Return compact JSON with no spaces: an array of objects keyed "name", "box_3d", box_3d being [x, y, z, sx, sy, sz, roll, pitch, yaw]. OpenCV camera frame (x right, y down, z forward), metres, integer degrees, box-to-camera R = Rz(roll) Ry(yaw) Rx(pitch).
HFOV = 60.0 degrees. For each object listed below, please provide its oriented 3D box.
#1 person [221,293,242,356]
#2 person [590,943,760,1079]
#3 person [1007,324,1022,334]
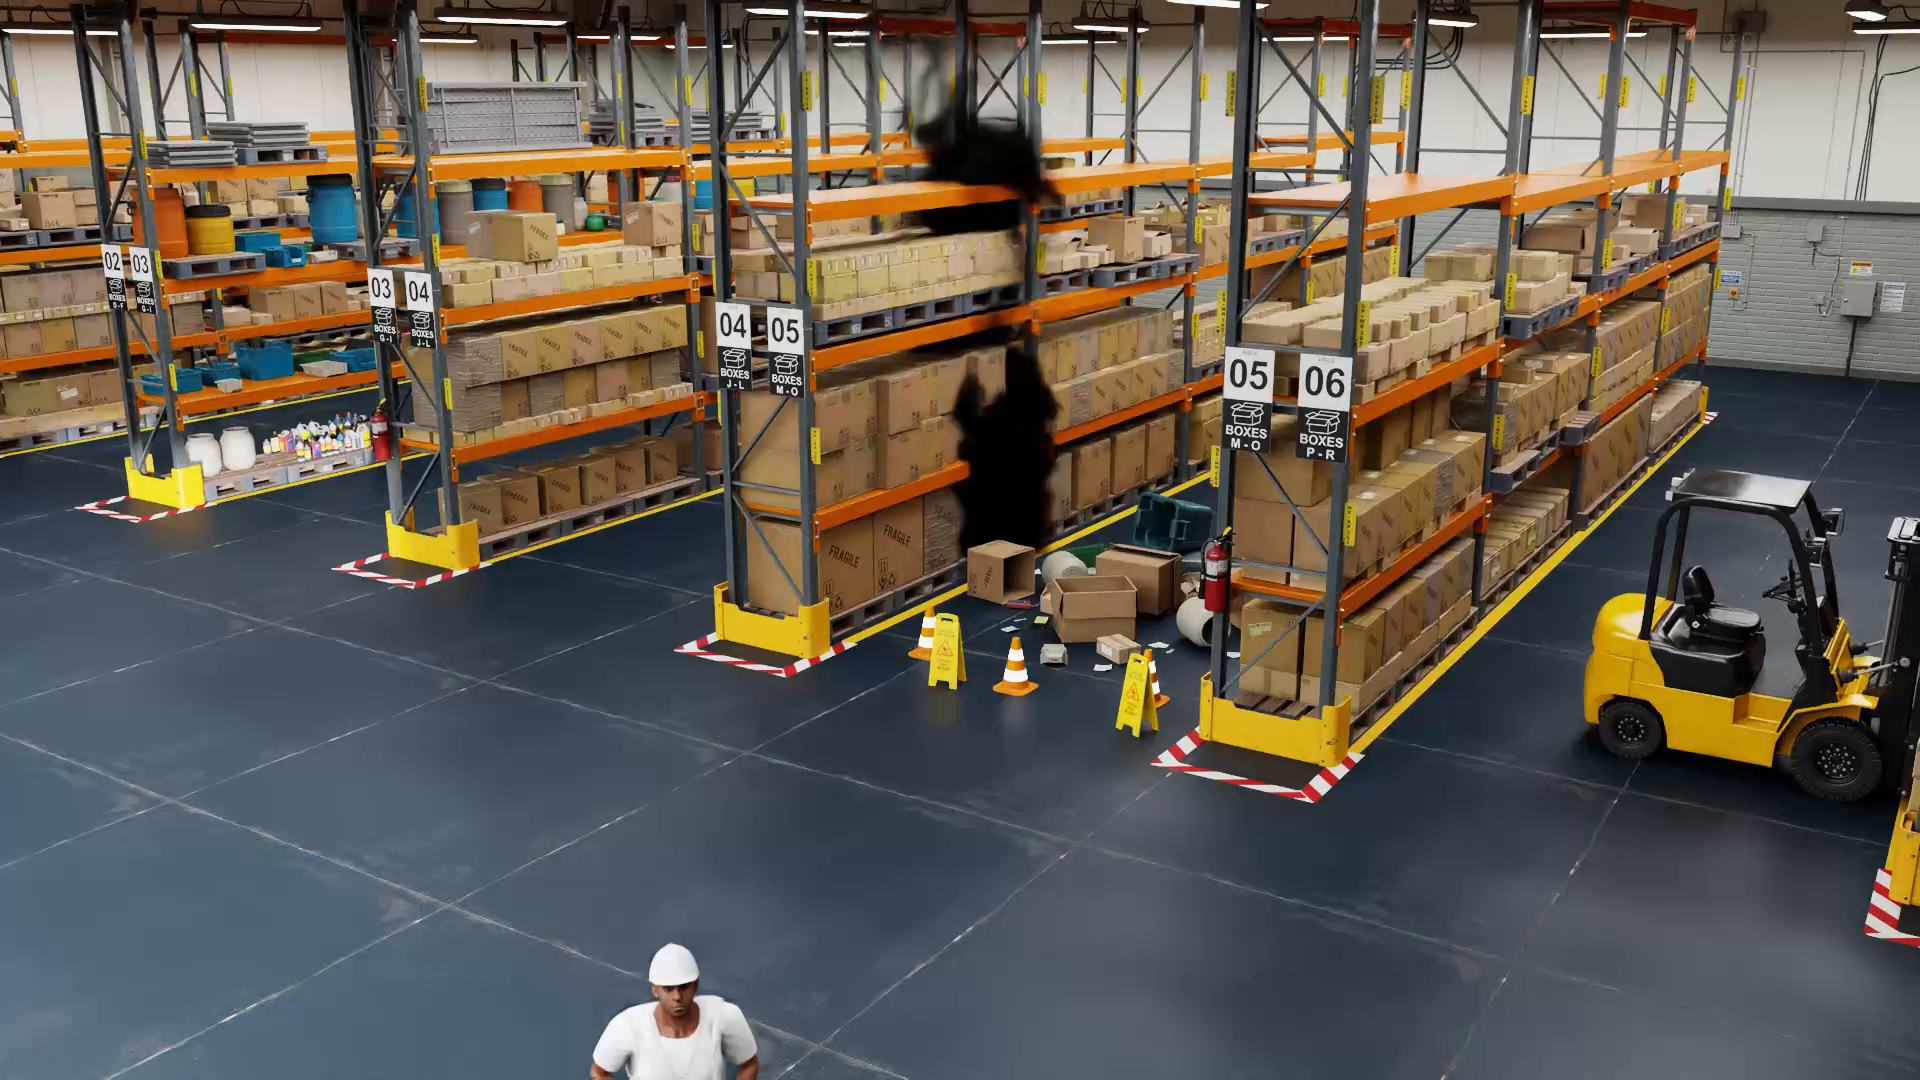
[{"name":"person","box_3d":[-12.746,-3.563,29.182,0.520,1.553,0.576,6,17,20]},{"name":"person","box_3d":[-1.176,2.506,7.020,0.703,1.717,0.584,-4,16,-15]},{"name":"person","box_3d":[0.794,-2.405,24.774,0.592,1.651,0.519,9,18,30]}]
